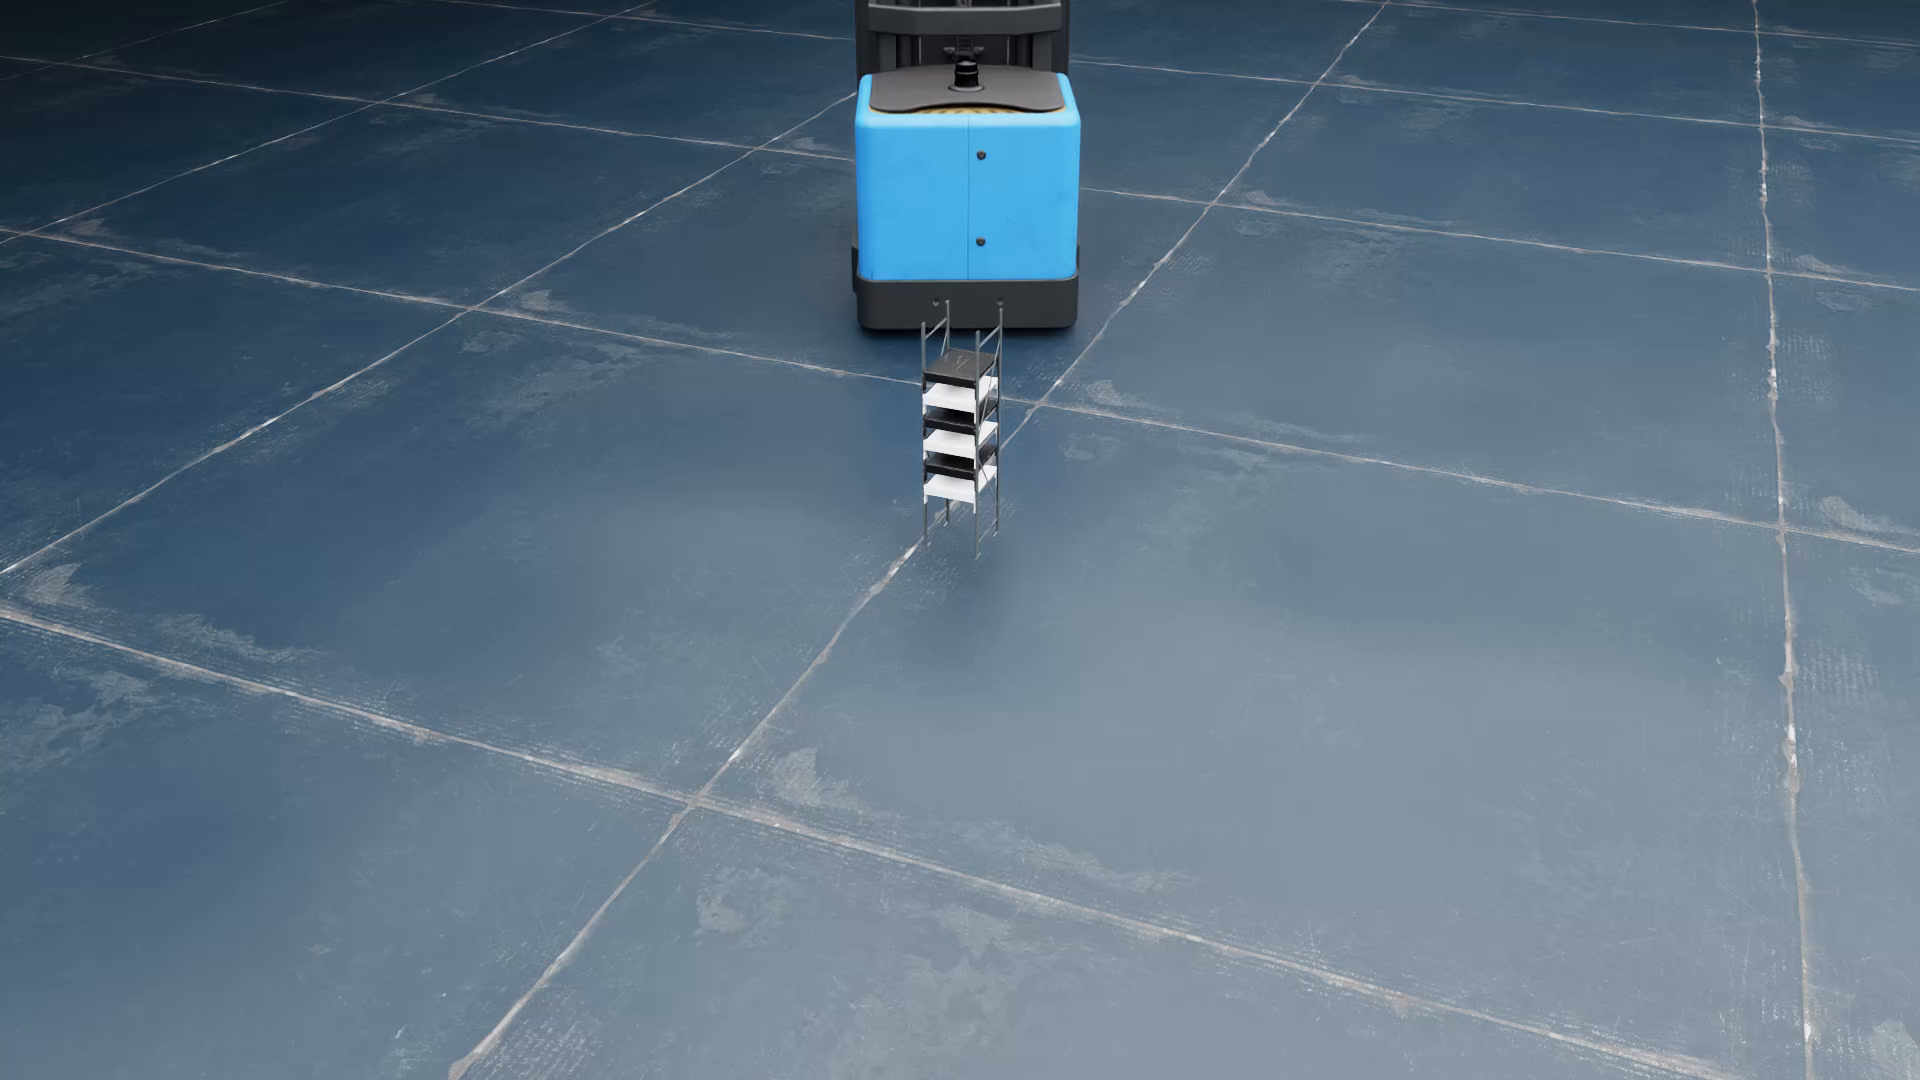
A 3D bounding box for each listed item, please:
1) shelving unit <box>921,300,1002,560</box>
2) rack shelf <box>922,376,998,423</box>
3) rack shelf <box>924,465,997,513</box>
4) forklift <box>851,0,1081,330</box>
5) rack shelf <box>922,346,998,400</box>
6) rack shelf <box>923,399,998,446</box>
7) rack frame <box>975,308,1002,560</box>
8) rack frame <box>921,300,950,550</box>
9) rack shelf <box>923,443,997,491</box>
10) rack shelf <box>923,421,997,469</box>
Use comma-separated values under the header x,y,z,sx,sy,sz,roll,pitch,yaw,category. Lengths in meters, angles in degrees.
x,y,z,sx,sy,sz,roll,pitch,yaw,category
0.008,-0.390,6.026,0.210,0.900,0.258,11,31,19,shelving unit
0.008,-0.518,5.954,0.200,0.077,0.258,11,31,19,rack shelf
0.008,-0.205,6.131,0.200,0.077,0.258,11,31,19,rack shelf
0.007,-2.956,8.501,1.130,2.935,3.031,-1,29,-1,forklift
0.008,-0.596,5.909,0.200,0.077,0.258,11,31,19,rack shelf
0.008,-0.440,5.998,0.200,0.077,0.258,11,31,19,rack shelf
0.102,-0.371,5.993,0.006,0.900,0.240,11,31,19,rack frame
-0.087,-0.409,6.059,0.006,0.900,0.240,11,31,19,rack frame
0.008,-0.283,6.087,0.200,0.077,0.258,11,31,19,rack shelf
0.008,-0.361,6.042,0.200,0.077,0.258,11,31,19,rack shelf
